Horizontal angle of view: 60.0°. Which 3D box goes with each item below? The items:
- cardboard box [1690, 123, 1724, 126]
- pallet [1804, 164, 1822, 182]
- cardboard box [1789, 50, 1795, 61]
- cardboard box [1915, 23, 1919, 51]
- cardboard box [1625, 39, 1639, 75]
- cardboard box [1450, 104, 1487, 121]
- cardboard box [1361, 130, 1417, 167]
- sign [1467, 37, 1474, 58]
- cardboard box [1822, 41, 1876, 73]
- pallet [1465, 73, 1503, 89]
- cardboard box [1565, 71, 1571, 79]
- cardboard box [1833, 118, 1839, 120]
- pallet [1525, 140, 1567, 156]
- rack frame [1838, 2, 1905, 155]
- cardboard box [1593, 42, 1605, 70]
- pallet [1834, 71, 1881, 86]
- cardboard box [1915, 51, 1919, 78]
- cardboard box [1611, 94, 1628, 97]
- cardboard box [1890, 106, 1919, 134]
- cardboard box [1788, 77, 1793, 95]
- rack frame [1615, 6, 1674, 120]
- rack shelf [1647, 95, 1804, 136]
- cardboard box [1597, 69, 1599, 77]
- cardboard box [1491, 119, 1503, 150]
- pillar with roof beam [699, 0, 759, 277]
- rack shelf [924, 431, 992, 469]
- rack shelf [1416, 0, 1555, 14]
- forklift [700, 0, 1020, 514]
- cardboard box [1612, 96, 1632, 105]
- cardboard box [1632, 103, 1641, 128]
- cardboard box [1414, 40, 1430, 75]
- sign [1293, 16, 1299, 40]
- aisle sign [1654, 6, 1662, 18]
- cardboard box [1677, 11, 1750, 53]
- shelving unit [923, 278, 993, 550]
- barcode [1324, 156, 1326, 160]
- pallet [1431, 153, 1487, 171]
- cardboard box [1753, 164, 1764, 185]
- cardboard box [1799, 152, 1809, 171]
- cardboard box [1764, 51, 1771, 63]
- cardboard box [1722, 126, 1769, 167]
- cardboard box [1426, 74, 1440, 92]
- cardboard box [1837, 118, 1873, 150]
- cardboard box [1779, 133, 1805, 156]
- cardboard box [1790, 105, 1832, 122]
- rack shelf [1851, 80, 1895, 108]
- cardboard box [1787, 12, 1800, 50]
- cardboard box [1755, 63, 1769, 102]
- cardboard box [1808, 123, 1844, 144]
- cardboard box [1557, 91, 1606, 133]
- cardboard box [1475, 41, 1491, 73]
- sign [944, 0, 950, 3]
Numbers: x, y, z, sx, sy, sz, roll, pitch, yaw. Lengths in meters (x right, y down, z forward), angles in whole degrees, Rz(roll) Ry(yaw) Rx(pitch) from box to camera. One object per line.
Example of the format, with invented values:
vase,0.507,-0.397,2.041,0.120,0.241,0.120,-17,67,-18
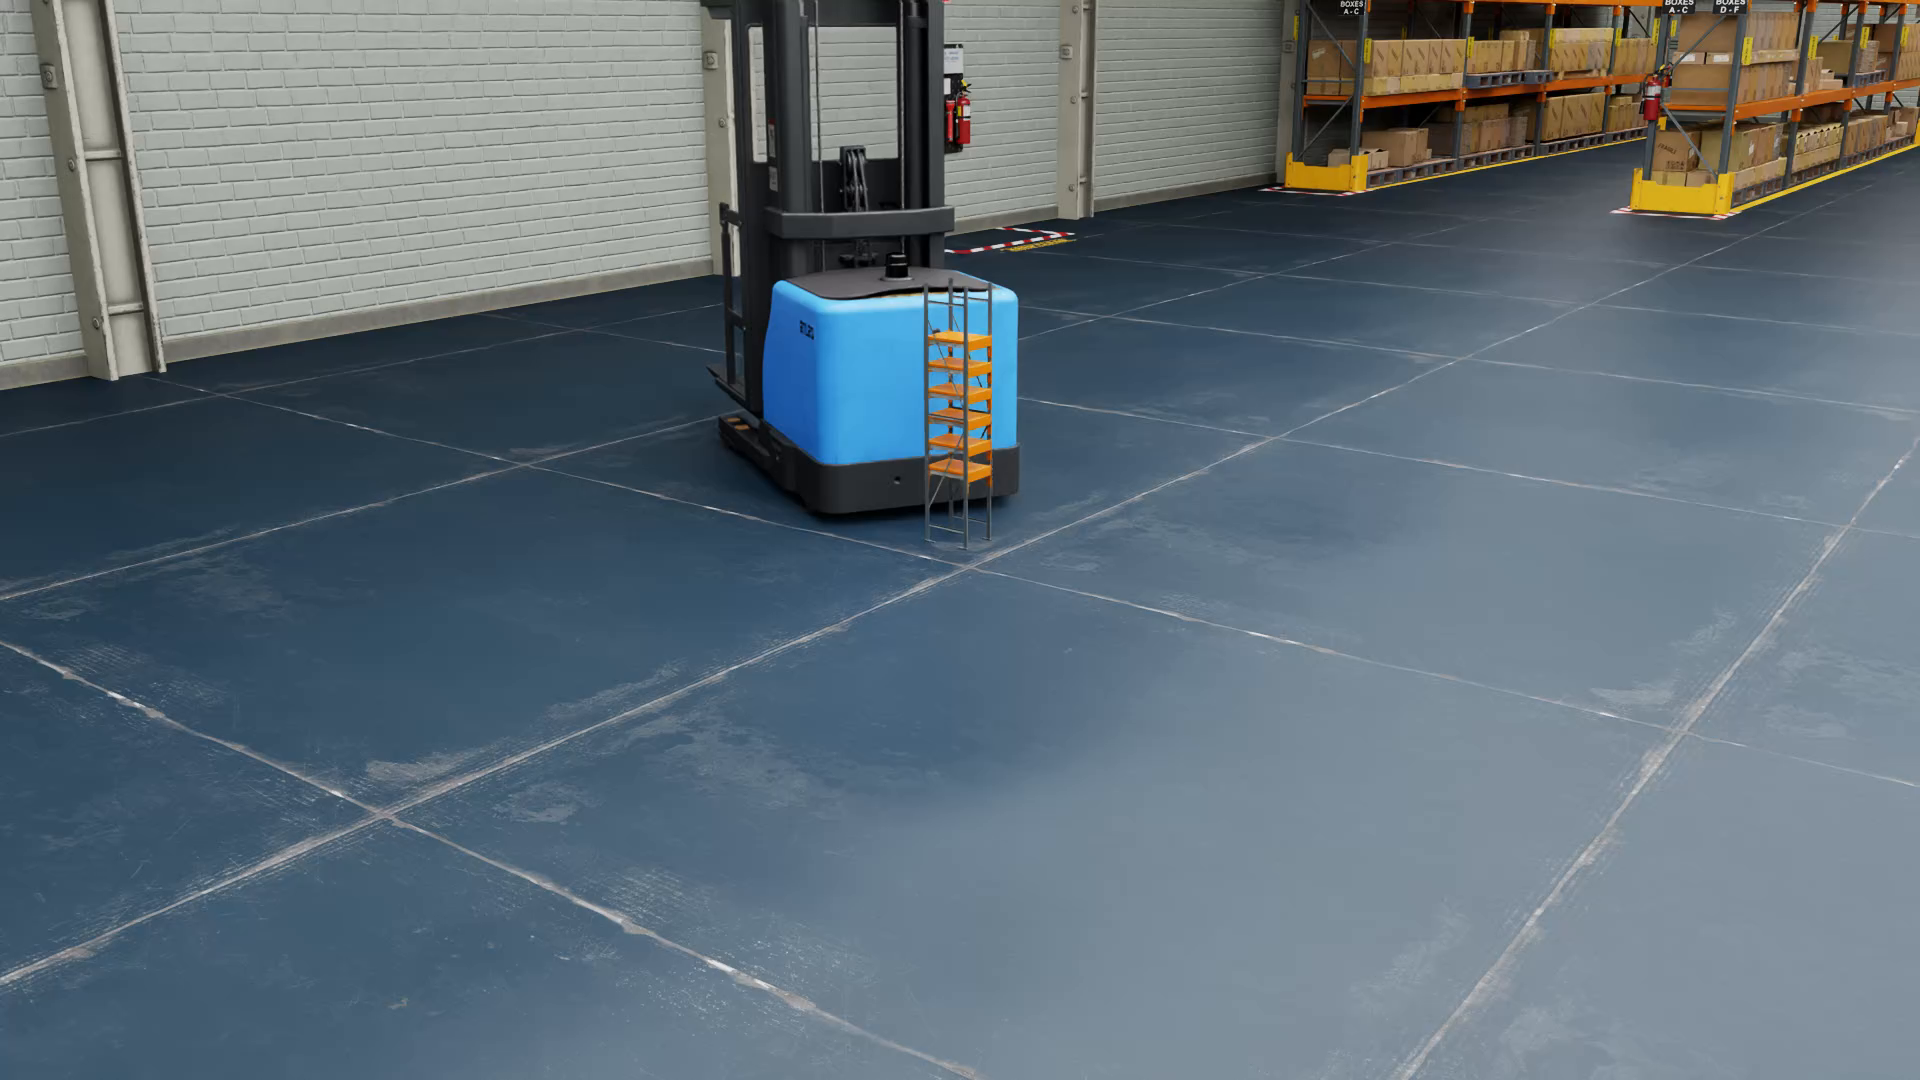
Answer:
cardboard box,10.518,-5.578,23.312,0.500,0.500,0.500,12,21,35
pallet,12.775,-5.768,25.963,1.003,0.211,1.213,12,21,35
cardboard box,11.502,-6.822,23.392,0.380,0.149,0.250,12,21,34
cardboard box,17.835,-9.487,31.383,0.500,0.500,0.500,13,22,36
cardboard box,13.203,-9.848,33.893,0.980,0.700,0.700,12,21,33
cardboard box,8.653,-7.283,28.347,0.500,0.250,0.500,12,21,33
cardboard box,6.579,-6.014,25.527,0.700,0.500,0.500,11,20,31
sign,8.101,-7.820,26.407,0.100,0.325,0.005,12,21,35
cardboard box,15.008,-8.181,28.153,0.500,0.500,0.700,-15,23,-40
pallet,8.233,-7.565,27.370,1.003,0.211,1.213,12,21,35
cardboard box,11.170,-8.691,31.064,0.380,0.149,0.250,13,21,36
cardboard box,15.010,-7.108,29.049,0.500,0.500,0.500,11,21,33
pallet,10.574,-7.296,30.881,1.003,0.211,1.213,12,21,35
rack frame,16.408,-8.531,30.158,1.000,3.000,0.127,12,21,35
cardboard box,12.059,-9.327,32.018,0.500,0.500,0.500,13,21,35
pallet,15.180,-7.951,28.613,1.003,0.211,1.213,12,21,35
cardboard box,18.135,-9.135,31.933,0.500,0.500,0.500,13,21,35
cardboard box,13.937,-9.375,35.289,0.380,0.149,0.250,13,21,35
cardboard box,18.665,-8.327,32.974,0.500,0.500,0.500,12,21,35
cardboard box,11.900,-6.679,24.447,0.500,0.250,0.500,14,22,38
rack frame,14.811,-10.358,36.042,1.000,3.000,0.127,12,21,35
rack shelf,10.450,-5.806,22.595,1.077,0.370,4.000,12,21,35
cardboard box,12.131,-9.047,32.208,0.380,0.149,0.250,13,22,36
cardboard box,8.983,-7.063,28.904,0.700,0.500,0.500,12,21,34
pillar with roof beam,1.307,-6.113,12.256,9.100,9.000,0.400,12,21,35
rack shelf,-0.009,-0.413,7.603,0.258,0.103,0.180,12,21,35
rack shelf,8.852,-9.066,28.034,1.077,0.370,4.000,12,21,35
forklift,-0.728,-1.919,8.982,1.130,2.935,3.031,-7,19,-21
cardboard box,13.617,-9.056,34.261,0.380,0.149,0.250,12,21,33
cardboard box,13.877,-8.942,34.987,0.700,0.500,0.500,12,21,33
cardboard box,6.717,-7.267,25.042,0.500,0.500,0.500,13,22,36
sign,4.844,-7.354,23.883,0.100,0.325,0.005,12,21,35
aisle sign,15.095,-11.564,35.541,0.394,0.787,0.004,12,21,35
cardboard box,9.578,-6.462,21.138,0.700,0.500,0.500,13,21,35
shelving unit,-0.009,-0.570,7.555,0.258,1.200,0.189,12,21,35
barcode,5.451,-5.702,24.823,0.001,0.075,0.075,12,21,35
pallet,8.123,-6.354,27.850,1.003,0.211,1.213,12,21,35
cardboard box,10.651,-5.006,22.734,0.500,0.250,0.500,12,21,35
cardboard box,12.386,-5.687,24.927,0.500,0.250,0.500,13,22,36
cardboard box,10.581,-6.452,22.200,0.380,0.149,0.250,13,21,35
cardboard box,10.652,-5.364,22.622,0.500,0.500,0.500,12,21,35
cardboard box,7.031,-7.032,25.550,0.500,0.250,0.500,12,21,34
cardboard box,15.442,-7.022,28.772,0.500,0.500,0.500,12,21,33
cardboard box,12.088,-5.835,24.460,0.500,0.311,0.500,13,21,35
cardboard box,14.423,-7.231,28.181,0.500,0.250,0.500,13,22,37
rack shelf,15.216,-7.711,28.731,1.077,0.370,4.000,12,21,35
cardboard box,11.382,-7.186,23.471,0.700,0.500,0.500,13,21,35
cardboard box,10.467,-6.199,22.479,0.700,0.500,0.500,13,22,36
cardboard box,13.910,-6.565,26.811,0.500,0.311,0.500,13,22,36
cardboard box,12.144,-8.402,32.658,0.750,0.750,0.750,13,21,35
cardboard box,8.330,-8.005,27.554,0.700,0.500,0.500,15,23,40
sign,-0.163,-5.979,18.031,0.001,0.298,0.199,12,21,35
